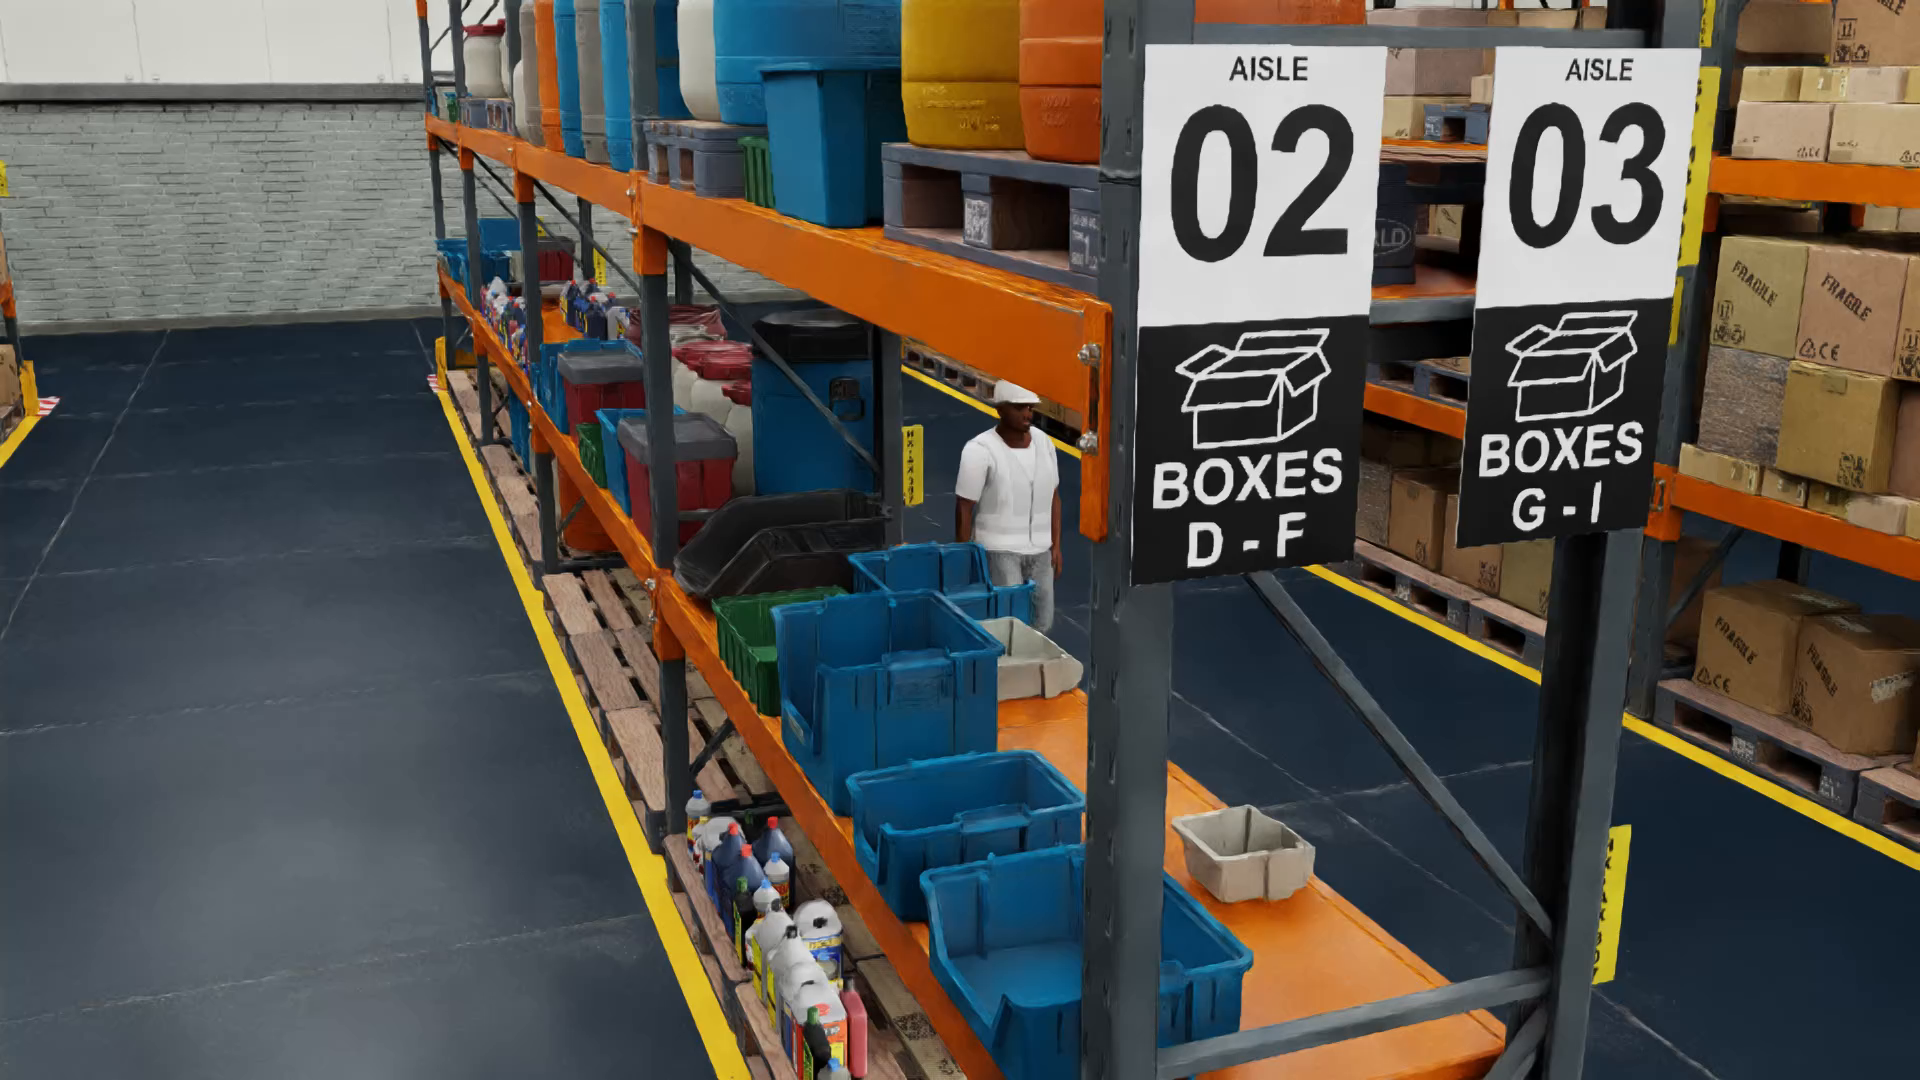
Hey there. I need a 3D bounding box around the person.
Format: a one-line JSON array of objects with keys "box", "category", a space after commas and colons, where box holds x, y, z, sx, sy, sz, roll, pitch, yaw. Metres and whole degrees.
[{"box": [0.250, 0.030, 8.372, 0.588, 1.748, 0.817, -11, 19, -35], "category": "person"}]
